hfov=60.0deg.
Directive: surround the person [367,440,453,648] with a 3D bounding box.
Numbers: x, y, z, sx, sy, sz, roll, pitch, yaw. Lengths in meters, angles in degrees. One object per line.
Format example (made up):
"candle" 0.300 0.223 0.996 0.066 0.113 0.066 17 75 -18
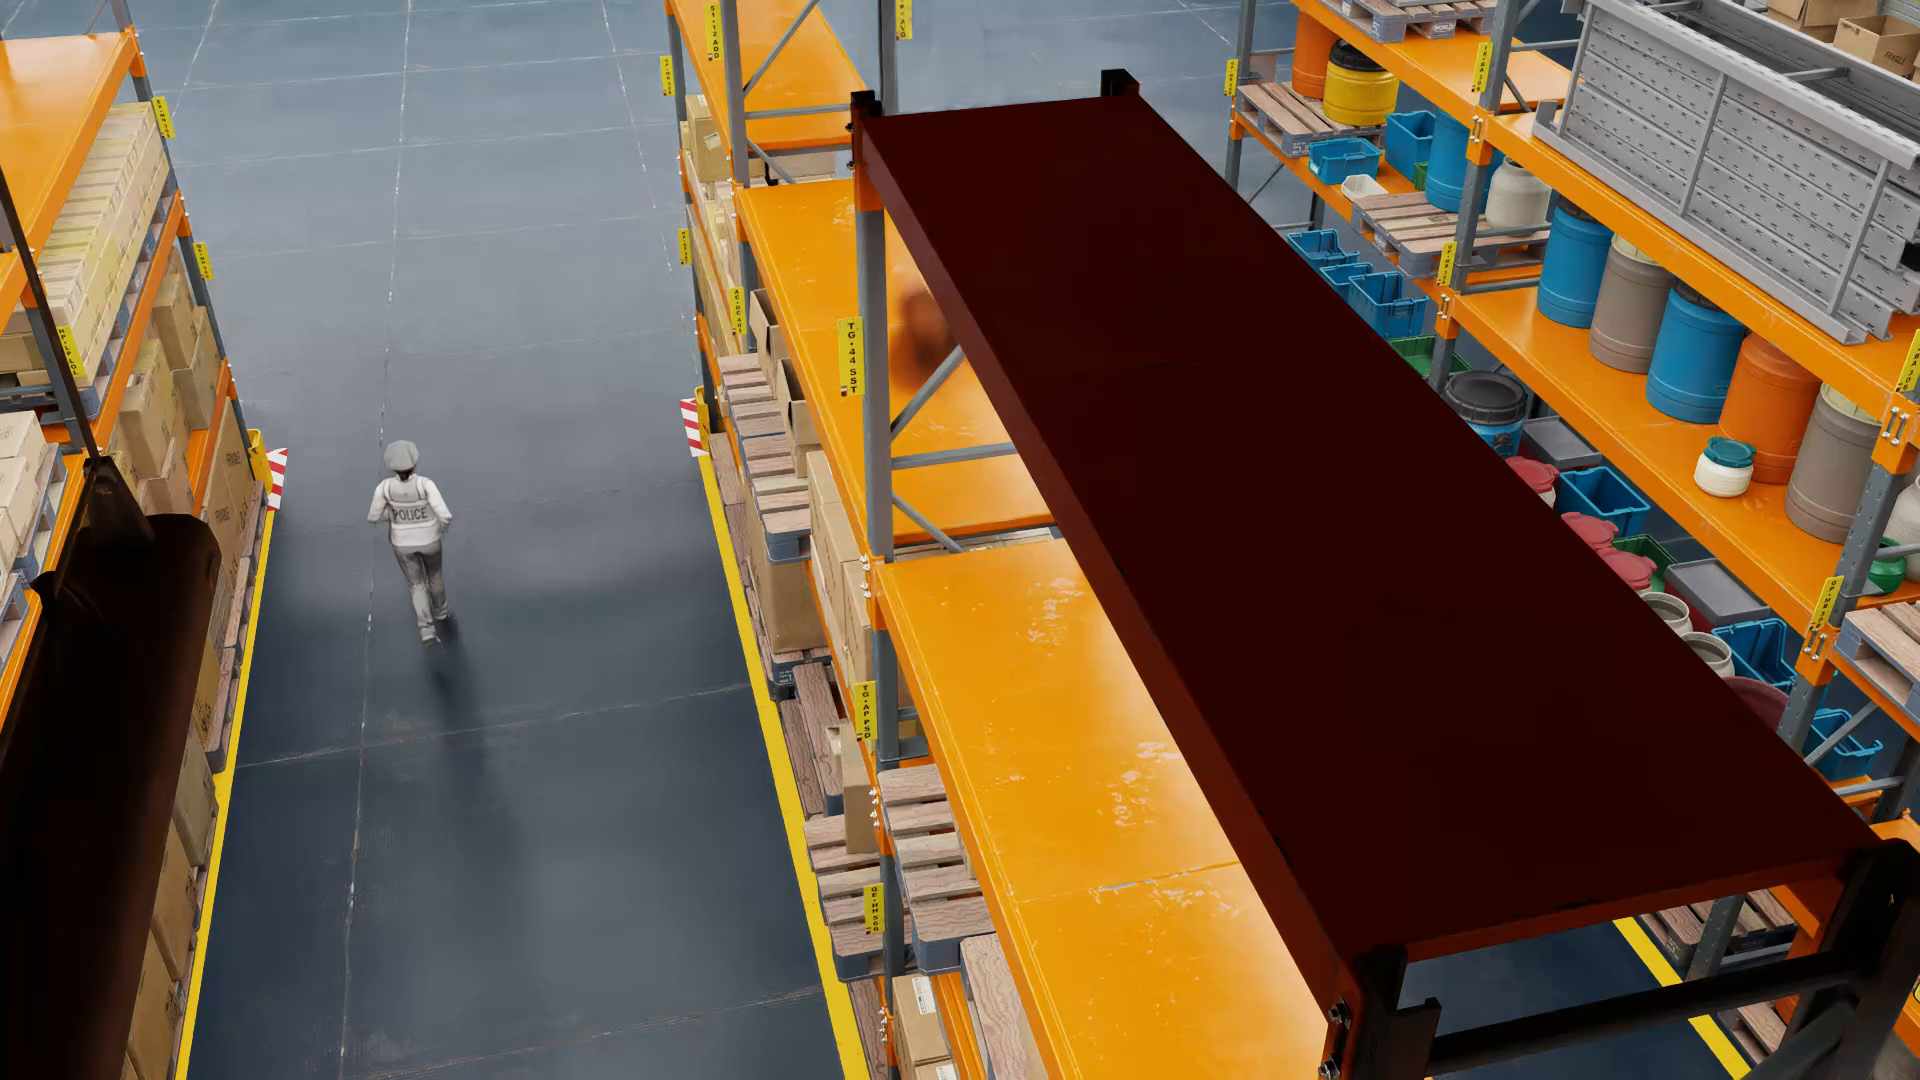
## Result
"person" -4.084 0.040 12.496 0.610 1.694 0.860 -8 35 -12
